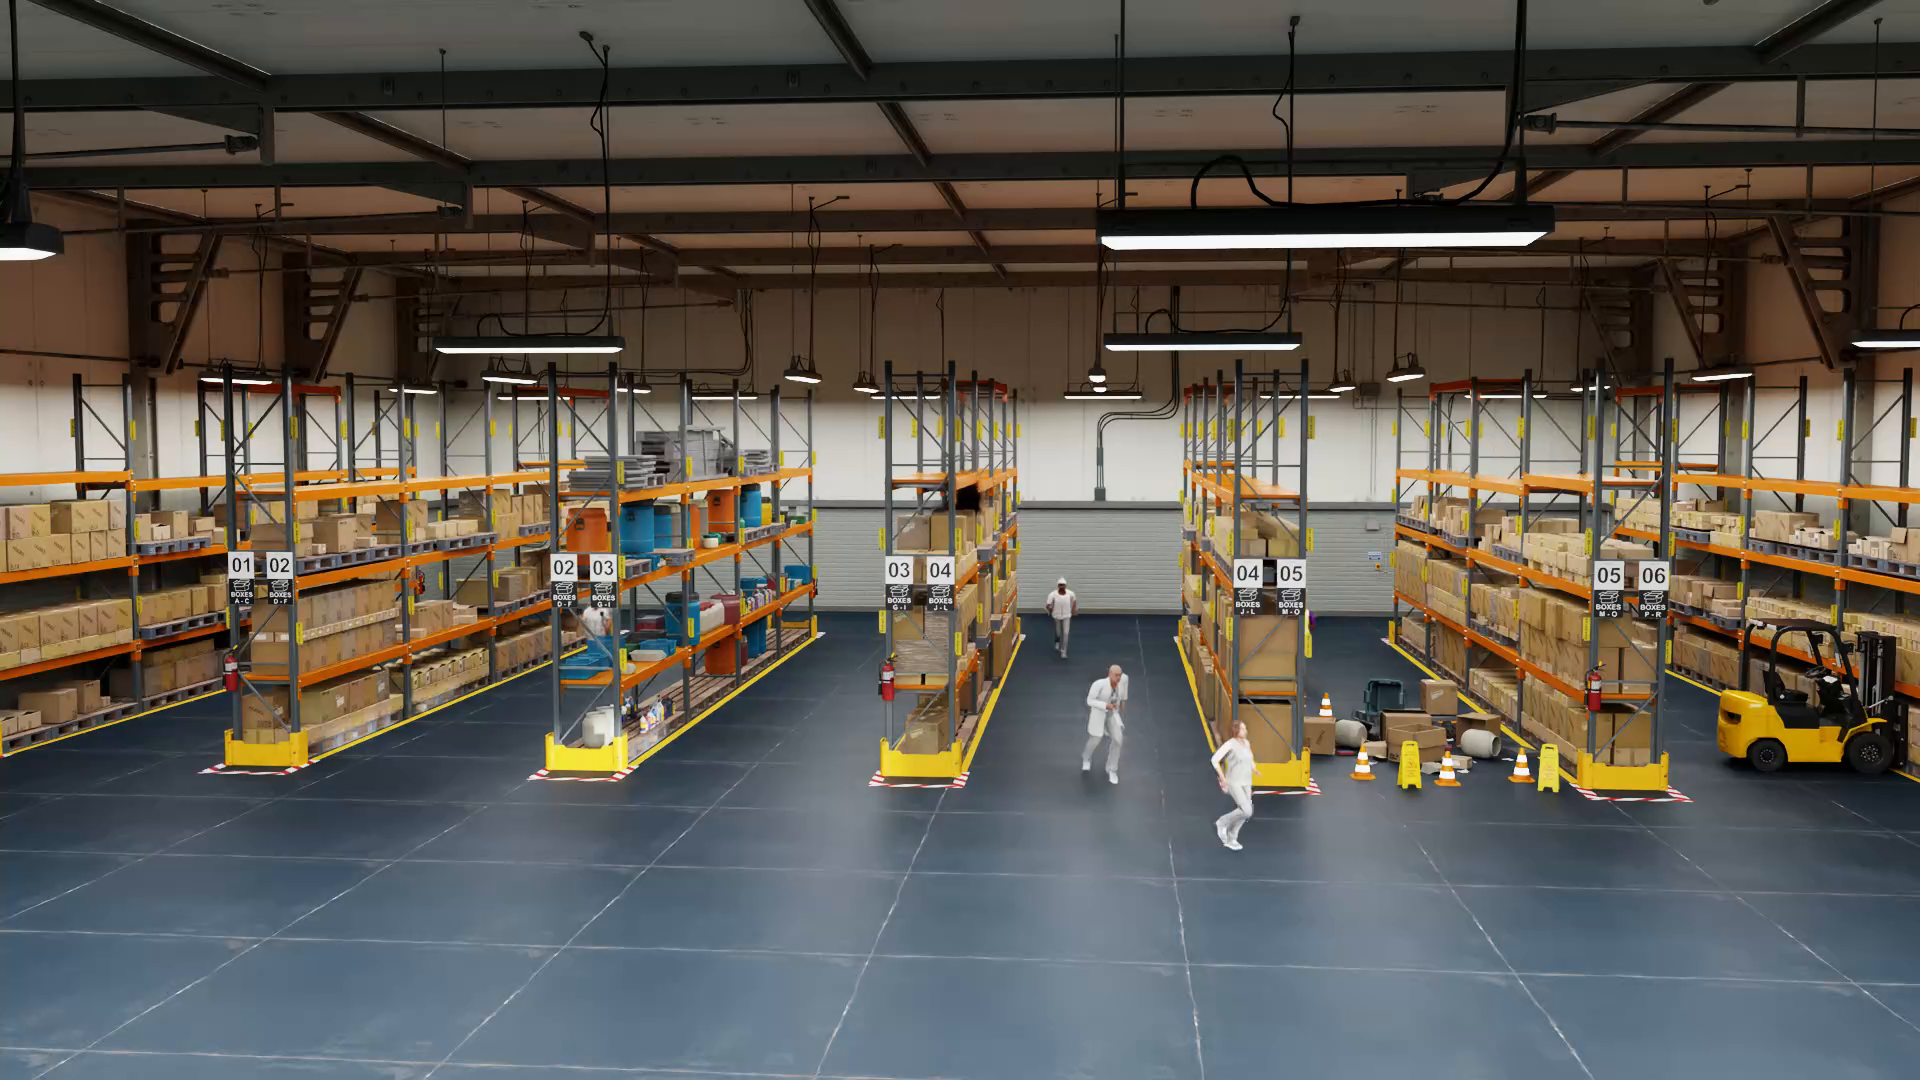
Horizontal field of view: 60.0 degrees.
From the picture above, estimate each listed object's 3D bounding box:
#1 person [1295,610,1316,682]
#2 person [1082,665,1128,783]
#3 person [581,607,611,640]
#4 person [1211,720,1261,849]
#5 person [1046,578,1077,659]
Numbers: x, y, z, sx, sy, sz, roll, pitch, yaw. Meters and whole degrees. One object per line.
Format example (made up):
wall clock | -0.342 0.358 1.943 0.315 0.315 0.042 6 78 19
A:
person | 6.742 1.994 33.172 0.690 1.685 0.739 0 4 7
person | 2.069 2.618 23.969 0.753 1.739 1.072 -2 4 -24
person | -7.475 1.956 34.014 0.560 1.634 0.563 0 4 -6
person | 3.342 2.923 19.804 0.537 1.554 0.537 -3 5 -40
person | 2.249 1.705 36.811 0.686 1.734 0.900 0 4 -2
